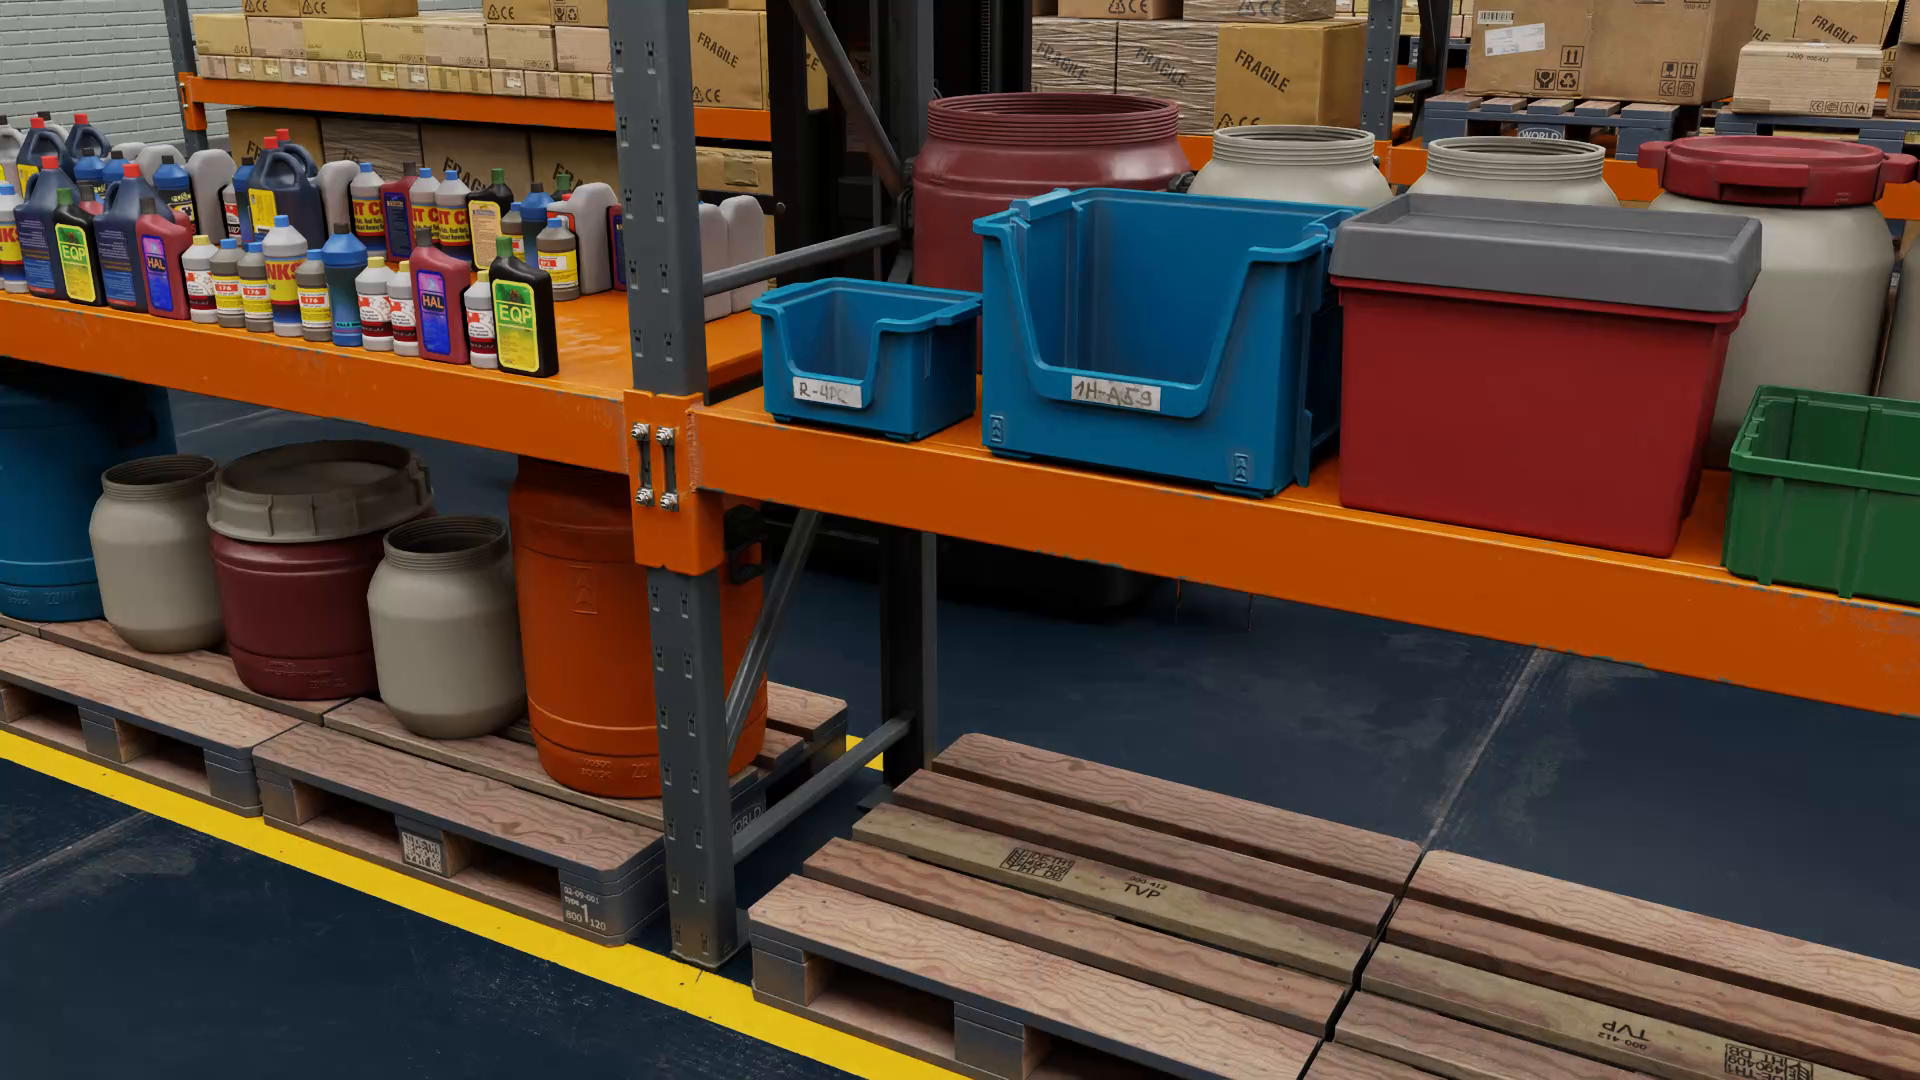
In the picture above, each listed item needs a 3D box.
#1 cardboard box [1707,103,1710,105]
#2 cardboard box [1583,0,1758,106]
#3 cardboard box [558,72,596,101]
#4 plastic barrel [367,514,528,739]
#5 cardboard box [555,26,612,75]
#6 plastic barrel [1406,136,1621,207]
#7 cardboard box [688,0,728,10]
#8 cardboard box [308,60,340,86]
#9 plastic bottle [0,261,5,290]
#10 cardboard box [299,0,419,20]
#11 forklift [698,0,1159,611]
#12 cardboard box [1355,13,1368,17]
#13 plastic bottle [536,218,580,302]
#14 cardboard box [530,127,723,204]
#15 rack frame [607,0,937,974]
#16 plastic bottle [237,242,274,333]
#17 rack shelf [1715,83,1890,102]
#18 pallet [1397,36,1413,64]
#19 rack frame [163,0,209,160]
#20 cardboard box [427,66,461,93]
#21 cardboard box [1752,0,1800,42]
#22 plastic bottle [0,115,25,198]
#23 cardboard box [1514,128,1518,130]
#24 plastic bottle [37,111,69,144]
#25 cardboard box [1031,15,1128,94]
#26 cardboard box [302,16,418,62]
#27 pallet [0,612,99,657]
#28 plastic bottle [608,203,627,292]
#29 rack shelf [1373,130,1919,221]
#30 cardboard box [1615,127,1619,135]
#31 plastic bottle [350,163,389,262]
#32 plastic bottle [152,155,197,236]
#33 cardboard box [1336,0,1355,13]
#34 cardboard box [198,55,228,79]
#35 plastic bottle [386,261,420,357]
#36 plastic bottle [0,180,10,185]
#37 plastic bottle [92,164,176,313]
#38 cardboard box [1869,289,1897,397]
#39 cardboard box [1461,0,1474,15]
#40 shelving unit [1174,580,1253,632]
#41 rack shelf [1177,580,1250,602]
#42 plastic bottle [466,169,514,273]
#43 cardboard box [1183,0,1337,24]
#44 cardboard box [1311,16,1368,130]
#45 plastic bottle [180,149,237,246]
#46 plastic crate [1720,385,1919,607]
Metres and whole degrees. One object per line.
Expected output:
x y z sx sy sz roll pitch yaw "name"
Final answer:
9.080 -5.682 20.682 0.500 0.500 0.500 12 23 29 "cardboard box"
3.087 -2.182 7.218 0.500 0.500 0.700 15 25 35 "cardboard box"
-2.083 -2.621 9.561 0.250 0.149 0.380 11 23 28 "cardboard box"
-1.327 0.225 4.379 0.421 0.512 0.421 0 20 0 "plastic barrel"
-1.945 -2.808 9.491 0.500 0.250 0.500 10 22 26 "cardboard box"
1.015 -0.479 3.122 0.421 0.512 0.421 0 20 0 "plastic barrel"
-1.725 -3.321 9.805 0.500 0.500 0.500 11 23 27 "cardboard box"
-3.877 -2.963 10.503 0.250 0.149 0.380 10 22 26 "cardboard box"
-2.530 -0.798 4.355 0.097 0.271 0.097 0 20 0 "plastic bottle"
-3.745 -3.503 10.306 0.500 0.500 0.500 10 22 26 "cardboard box"
-0.551 -1.482 6.153 3.031 2.935 1.130 11 23 27 "forklift"
3.020 -3.734 12.012 0.250 0.149 0.380 10 22 25 "cardboard box"
-1.024 -0.715 4.229 0.097 0.201 0.097 0 20 0 "plastic bottle"
-1.969 -2.075 10.188 0.875 0.875 0.875 11 23 27 "cardboard box"
-0.355 -0.604 3.630 0.127 3.000 1.000 11 23 27 "rack frame"
-1.635 -0.594 3.896 0.097 0.201 0.097 0 20 0 "plastic bottle"
6.313 -2.867 10.925 4.000 0.370 1.077 11 23 27 "rack shelf"
2.819 -3.765 12.626 1.213 0.211 1.003 11 23 27 "pallet"
-4.924 -3.409 11.363 0.127 3.000 1.000 11 23 27 "rack frame"
-2.980 -2.792 10.032 0.250 0.149 0.380 10 22 26 "cardboard box"
5.273 -3.346 11.044 0.500 0.500 0.500 11 22 27 "cardboard box"
-2.956 -1.147 5.201 0.185 0.351 0.144 11 23 27 "plastic bottle"
3.843 -2.948 12.045 0.500 0.250 0.500 10 22 26 "cardboard box"
-2.885 -1.190 5.320 0.185 0.351 0.144 11 23 27 "plastic bottle"
0.621 -2.303 8.170 0.500 0.500 0.500 10 22 26 "cardboard box"
-3.743 -3.149 10.430 0.500 0.250 0.500 10 22 26 "cardboard box"
-3.194 0.183 5.552 1.213 0.211 1.003 11 23 27 "pallet"
-0.840 -0.785 4.302 0.133 0.283 0.061 11 23 27 "plastic bottle"
3.806 -1.407 6.901 4.000 0.370 1.077 11 23 27 "rack shelf"
6.331 -4.367 16.504 0.875 0.875 0.875 11 22 27 "cardboard box"
-1.671 -0.931 4.721 0.097 0.271 0.097 0 20 0 "plastic bottle"
-2.311 -0.993 4.893 0.097 0.271 0.097 0 20 0 "plastic bottle"
2.787 -3.918 12.082 0.250 0.149 0.380 11 23 29 "cardboard box"
-4.775 -3.133 10.972 0.250 0.149 0.380 11 23 28 "cardboard box"
-1.210 -0.513 3.673 0.097 0.201 0.097 0 20 0 "plastic bottle"
-2.746 -0.911 4.661 0.135 0.276 0.152 11 23 27 "plastic bottle"
-2.033 -0.750 4.105 0.185 0.351 0.144 11 23 27 "plastic bottle"
4.131 -0.731 7.002 0.500 0.500 0.700 9 22 23 "cardboard box"
3.680 -3.748 11.614 0.250 0.149 0.380 12 23 29 "cardboard box"
0.860 -0.231 5.461 0.252 1.050 0.215 4 20 11 "shelving unit"
0.860 0.041 5.559 0.240 0.259 0.215 4 20 11 "rack shelf"
-1.275 -0.868 4.531 0.133 0.283 0.061 11 23 27 "plastic bottle"
1.430 -2.723 7.856 0.637 0.503 0.797 12 23 29 "cardboard box"
1.769 -2.287 8.124 0.500 0.500 0.500 12 23 29 "cardboard box"
-2.266 -1.036 5.003 0.135 0.276 0.152 11 23 27 "plastic bottle"
1.479 -0.044 2.399 0.662 0.188 0.450 11 23 27 "plastic crate"
